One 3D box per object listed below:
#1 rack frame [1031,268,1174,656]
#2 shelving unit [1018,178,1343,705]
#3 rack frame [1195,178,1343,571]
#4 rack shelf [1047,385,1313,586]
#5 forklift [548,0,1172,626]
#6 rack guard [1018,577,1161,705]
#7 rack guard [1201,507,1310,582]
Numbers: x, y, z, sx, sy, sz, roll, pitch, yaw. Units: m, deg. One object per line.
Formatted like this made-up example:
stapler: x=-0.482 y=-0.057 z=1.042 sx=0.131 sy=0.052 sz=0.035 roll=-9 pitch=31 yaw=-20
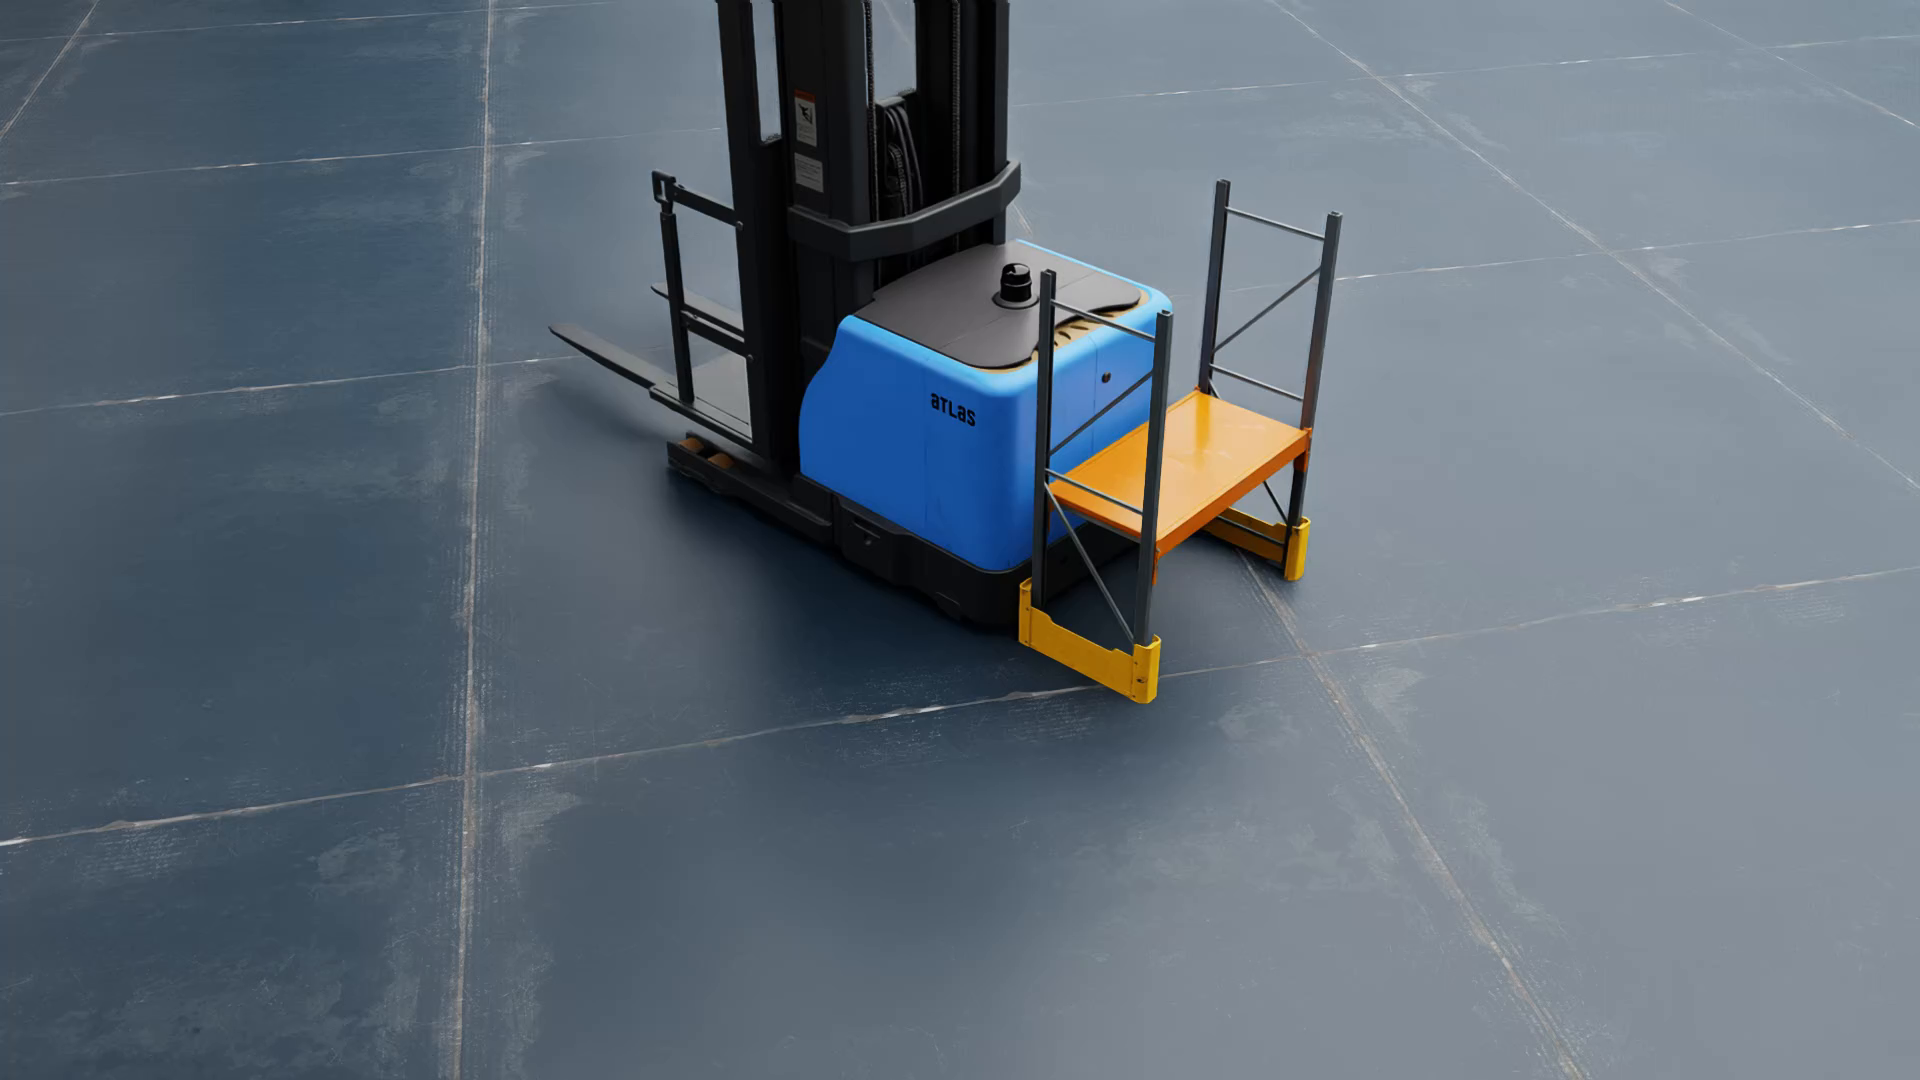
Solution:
rack frame: x=0.457 y=-0.159 z=5.641 sx=0.500 sy=1.500 sz=0.032 roll=26 pitch=42 yaw=33
shelving unit: x=0.784 y=-0.369 z=5.954 sx=0.587 sy=1.500 sz=1.083 roll=26 pitch=42 yaw=33
rack frame: x=1.122 y=-0.587 z=6.279 sx=0.500 sy=1.500 sz=0.032 roll=26 pitch=42 yaw=33
rack shelf: x=0.790 y=-0.224 z=6.060 sx=0.538 sy=0.185 sz=1.000 roll=26 pitch=42 yaw=33
forklift: x=-0.613 y=-1.603 z=6.509 sx=3.031 sy=2.935 sz=1.130 roll=27 pitch=43 yaw=35
rack guard: x=0.458 y=0.360 z=5.990 sx=0.587 sy=0.250 sz=0.087 roll=26 pitch=42 yaw=33
rack guard: x=1.109 y=-0.060 z=6.616 sx=0.587 sy=0.250 sz=0.087 roll=26 pitch=42 yaw=33
